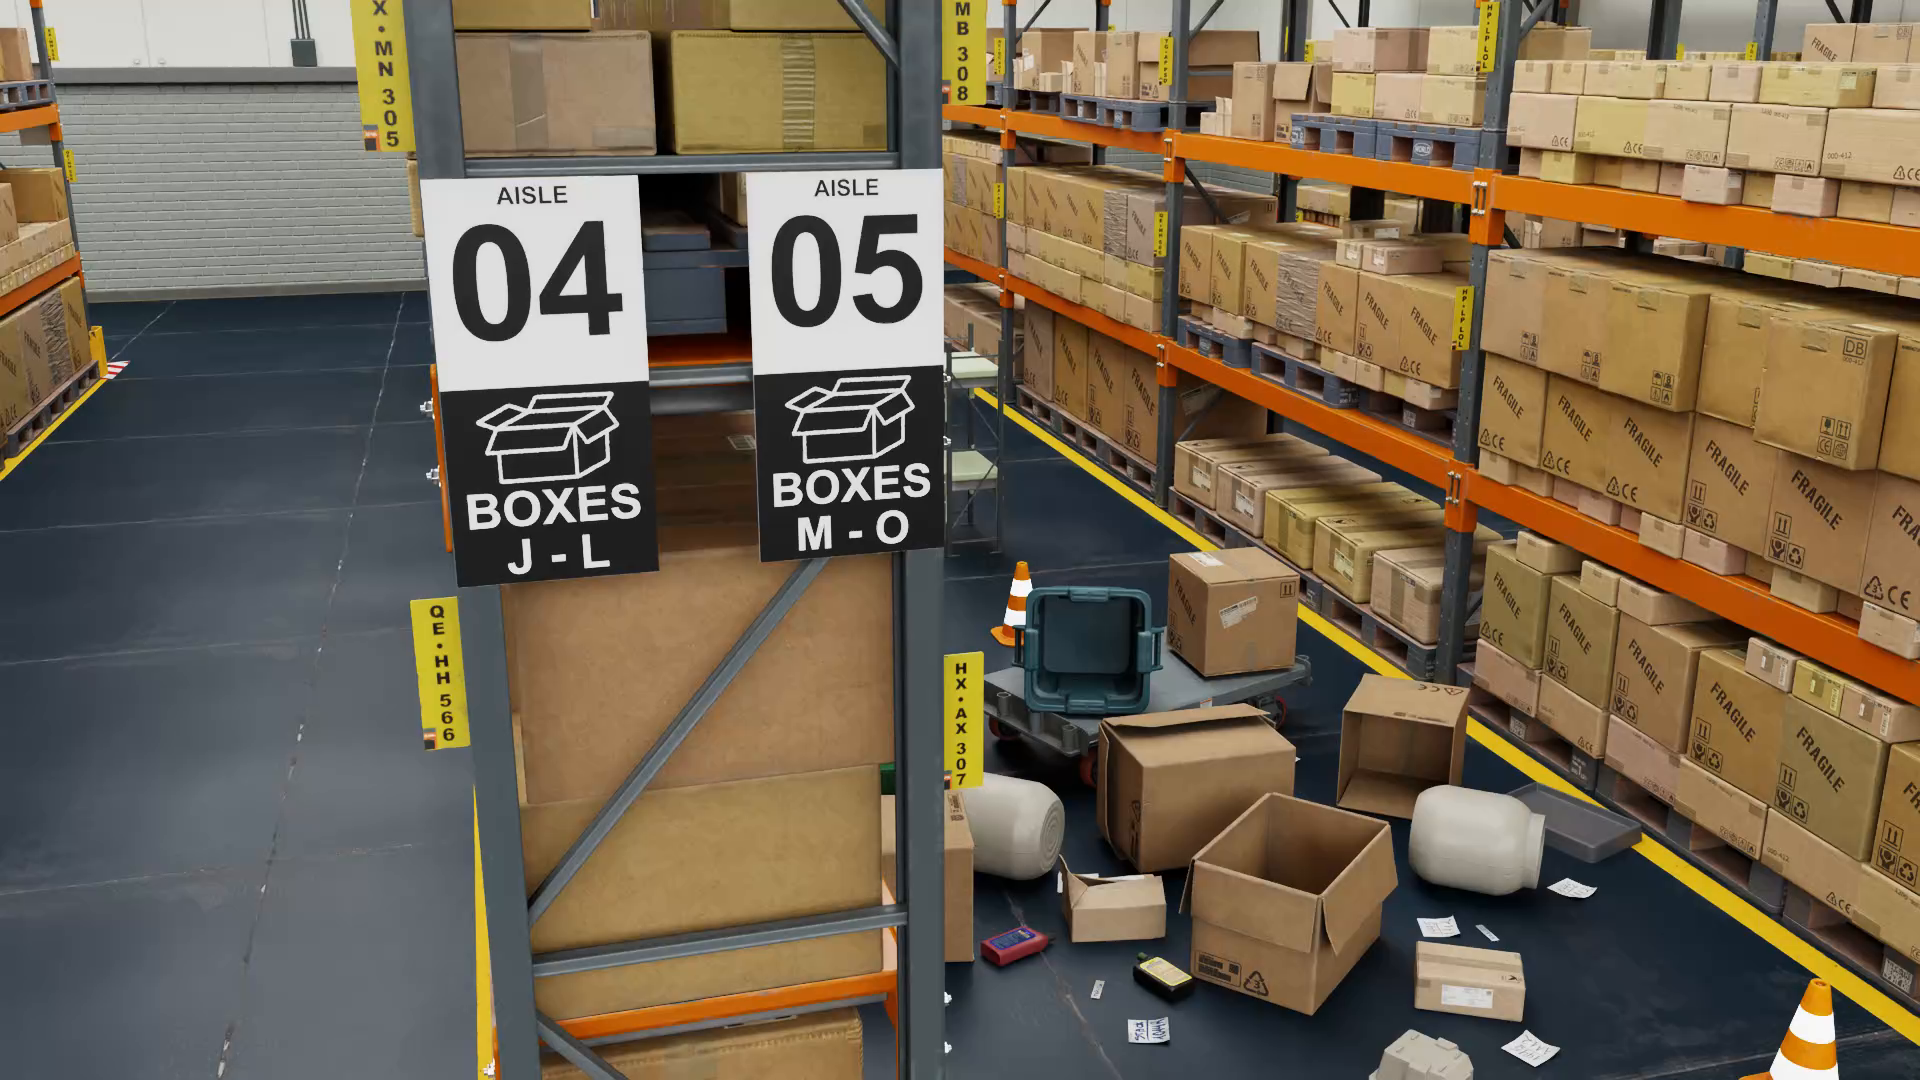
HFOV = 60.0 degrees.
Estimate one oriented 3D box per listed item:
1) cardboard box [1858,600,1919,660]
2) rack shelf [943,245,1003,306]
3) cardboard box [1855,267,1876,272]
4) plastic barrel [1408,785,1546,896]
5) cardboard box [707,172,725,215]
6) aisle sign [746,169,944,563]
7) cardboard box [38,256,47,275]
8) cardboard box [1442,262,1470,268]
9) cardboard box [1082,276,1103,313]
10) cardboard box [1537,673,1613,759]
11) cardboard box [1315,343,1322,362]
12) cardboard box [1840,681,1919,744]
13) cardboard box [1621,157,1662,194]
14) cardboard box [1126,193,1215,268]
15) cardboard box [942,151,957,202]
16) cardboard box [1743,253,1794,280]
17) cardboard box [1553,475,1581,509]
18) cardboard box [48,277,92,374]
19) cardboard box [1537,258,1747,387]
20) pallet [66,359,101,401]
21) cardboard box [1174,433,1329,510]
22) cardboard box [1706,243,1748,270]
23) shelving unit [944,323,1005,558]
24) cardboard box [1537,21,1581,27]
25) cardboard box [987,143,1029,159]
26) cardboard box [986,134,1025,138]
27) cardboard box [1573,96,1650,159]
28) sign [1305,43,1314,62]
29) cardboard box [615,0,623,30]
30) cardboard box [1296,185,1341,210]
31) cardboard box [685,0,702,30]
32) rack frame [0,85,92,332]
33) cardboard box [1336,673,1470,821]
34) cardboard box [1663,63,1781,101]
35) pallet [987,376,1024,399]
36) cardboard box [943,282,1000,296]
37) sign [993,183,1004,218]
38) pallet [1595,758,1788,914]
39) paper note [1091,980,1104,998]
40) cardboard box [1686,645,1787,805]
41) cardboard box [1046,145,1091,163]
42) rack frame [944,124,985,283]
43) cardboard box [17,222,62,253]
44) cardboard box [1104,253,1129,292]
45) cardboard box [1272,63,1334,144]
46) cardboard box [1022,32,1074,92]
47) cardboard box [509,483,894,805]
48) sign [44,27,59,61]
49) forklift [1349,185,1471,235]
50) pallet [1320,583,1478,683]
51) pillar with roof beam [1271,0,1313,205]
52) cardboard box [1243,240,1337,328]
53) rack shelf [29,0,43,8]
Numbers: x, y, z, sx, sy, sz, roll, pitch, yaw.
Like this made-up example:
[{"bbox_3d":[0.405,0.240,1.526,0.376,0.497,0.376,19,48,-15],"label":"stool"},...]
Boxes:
[{"bbox_3d":[3.566,0.315,6.126,0.380,0.149,0.250,-4,17,-14],"label":"cardboard box"},{"bbox_3d":[0.353,-3.044,18.122,1.077,0.370,4.000,-5,17,-15],"label":"rack shelf"},{"bbox_3d":[6.929,-2.088,12.389,0.380,0.149,0.250,-5,17,-15],"label":"cardboard box"},{"bbox_3d":[2.177,1.266,7.001,0.512,0.421,0.421,7,18,23],"label":"plastic barrel"},{"bbox_3d":[-0.388,-0.853,3.896,0.380,0.149,0.250,-5,17,-15],"label":"cardboard box"},{"bbox_3d":[-0.223,-0.346,3.371,0.394,0.787,0.004,-5,17,-15],"label":"aisle sign"},{"bbox_3d":[-8.957,-2.611,15.868,0.380,0.149,0.250,-5,17,-15],"label":"cardboard box"},{"bbox_3d":[2.987,-1.443,10.120,0.500,0.500,0.500,-5,17,-16],"label":"cardboard box"},{"bbox_3d":[1.335,-2.057,13.847,0.500,0.250,0.500,-5,17,-16],"label":"cardboard box"},{"bbox_3d":[3.161,0.825,8.043,0.500,0.250,0.500,-4,17,-12],"label":"cardboard box"},{"bbox_3d":[2.454,-1.188,10.400,0.380,0.149,0.250,-5,18,-17],"label":"cardboard box"},{"bbox_3d":[3.564,0.633,6.251,0.380,0.149,0.250,-4,17,-14],"label":"cardboard box"},{"bbox_3d":[3.174,-1.624,7.368,0.380,0.149,0.250,-4,17,-14],"label":"cardboard box"},{"bbox_3d":[1.608,-2.378,12.743,0.500,0.500,0.500,-5,17,-17],"label":"cardboard box"},{"bbox_3d":[0.097,-3.891,17.780,0.500,0.500,0.500,-5,17,-15],"label":"cardboard box"},{"bbox_3d":[6.636,-2.146,13.274,0.500,0.250,0.500,-5,17,-15],"label":"cardboard box"},{"bbox_3d":[3.101,-0.253,8.017,0.380,0.149,0.250,-5,17,-16],"label":"cardboard box"},{"bbox_3d":[-9.472,-2.171,16.929,0.875,0.875,0.875,-5,17,-15],"label":"cardboard box"},{"bbox_3d":[3.133,-1.010,7.671,0.700,0.500,0.500,-5,17,-15],"label":"cardboard box"},{"bbox_3d":[-9.430,-1.608,16.938,1.003,0.211,1.213,-5,17,-15],"label":"pallet"},{"bbox_3d":[2.148,-0.515,12.289,0.950,0.372,0.625,-6,18,-19],"label":"cardboard box"},{"bbox_3d":[6.782,-2.526,14.244,0.500,0.500,0.500,-4,17,-13],"label":"cardboard box"},{"bbox_3d":[0.002,-0.716,11.730,0.431,1.500,0.755,-5,17,-15],"label":"shelving unit"},{"bbox_3d":[5.929,-4.985,16.416,0.396,0.266,0.258,-5,17,-15],"label":"cardboard box"},{"bbox_3d":[0.485,-3.884,16.629,0.380,0.149,0.250,-5,17,-15],"label":"cardboard box"},{"bbox_3d":[0.498,-4.347,18.171,0.380,0.149,0.250,-4,17,-14],"label":"cardboard box"},{"bbox_3d":[3.109,-1.844,7.408,0.500,0.250,0.500,-5,17,-16],"label":"cardboard box"},{"bbox_3d":[2.524,-3.455,12.129,0.100,0.325,0.005,-5,17,-15],"label":"sign"},{"bbox_3d":[-1.017,-1.866,5.882,0.380,0.149,0.250,-4,17,-14],"label":"cardboard box"},{"bbox_3d":[4.440,-4.259,20.661,0.500,0.250,0.500,-5,17,-15],"label":"cardboard box"},{"bbox_3d":[-0.456,-1.302,4.004,0.380,0.149,0.250,-5,17,-16],"label":"cardboard box"},{"bbox_3d":[-9.725,-3.158,17.252,1.000,3.000,0.127,-5,17,-15],"label":"rack frame"},{"bbox_3d":[2.087,0.977,7.825,0.500,0.500,0.500,7,18,23],"label":"cardboard box"},{"bbox_3d":[3.201,-1.925,6.983,0.380,0.149,0.250,-5,18,-17],"label":"cardboard box"},{"bbox_3d":[0.769,-1.716,17.299,1.003,0.211,1.213,-5,17,-15],"label":"pallet"},{"bbox_3d":[0.081,-2.741,19.587,0.875,0.438,0.875,-5,18,-17],"label":"cardboard box"},{"bbox_3d":[0.369,-3.244,15.894,0.100,0.325,0.005,-5,17,-15],"label":"sign"},{"bbox_3d":[3.659,1.234,7.477,1.003,0.211,1.213,-5,17,-15],"label":"pallet"},{"bbox_3d":[0.520,1.698,6.283,0.032,0.001,0.123,4,17,13],"label":"paper note"},{"bbox_3d":[3.451,0.755,6.970,0.500,0.500,0.500,-5,17,-17],"label":"cardboard box"},{"bbox_3d":[1.065,-3.781,16.285,0.380,0.149,0.250,-5,17,-16],"label":"cardboard box"},{"bbox_3d":[-0.197,-3.942,19.861,1.000,3.000,0.127,-5,17,-15],"label":"rack frame"},{"bbox_3d":[-9.198,-2.976,16.387,0.500,0.250,0.500,-5,17,-16],"label":"cardboard box"},{"bbox_3d":[1.480,-2.152,13.294,0.500,0.250,0.500,-5,17,-17],"label":"cardboard box"},{"bbox_3d":[2.448,-2.795,10.650,0.797,0.503,0.637,-5,17,-15],"label":"cardboard box"},{"bbox_3d":[0.866,-4.254,14.783,0.500,0.500,0.500,-5,17,-16],"label":"cardboard box"},{"bbox_3d":[-0.596,0.208,3.906,0.875,0.550,0.550,-5,17,-15],"label":"cardboard box"},{"bbox_3d":[-9.200,-5.020,16.835,0.100,0.325,0.005,-5,17,-15],"label":"sign"},{"bbox_3d":[4.076,-2.280,14.448,1.130,2.935,3.031,-5,17,-16],"label":"forklift"},{"bbox_3d":[2.886,0.498,9.928,1.003,0.211,1.213,-5,17,-15],"label":"pallet"},{"bbox_3d":[0.561,-7.685,21.895,9.100,9.000,0.400,-5,17,-15],"label":"pillar with roof beam"},{"bbox_3d":[2.205,-1.688,10.936,0.500,0.500,0.500,-4,17,-14],"label":"cardboard box"},{"bbox_3d":[-9.175,-4.942,14.709,1.077,0.370,4.000,-5,17,-15],"label":"rack shelf"}]
